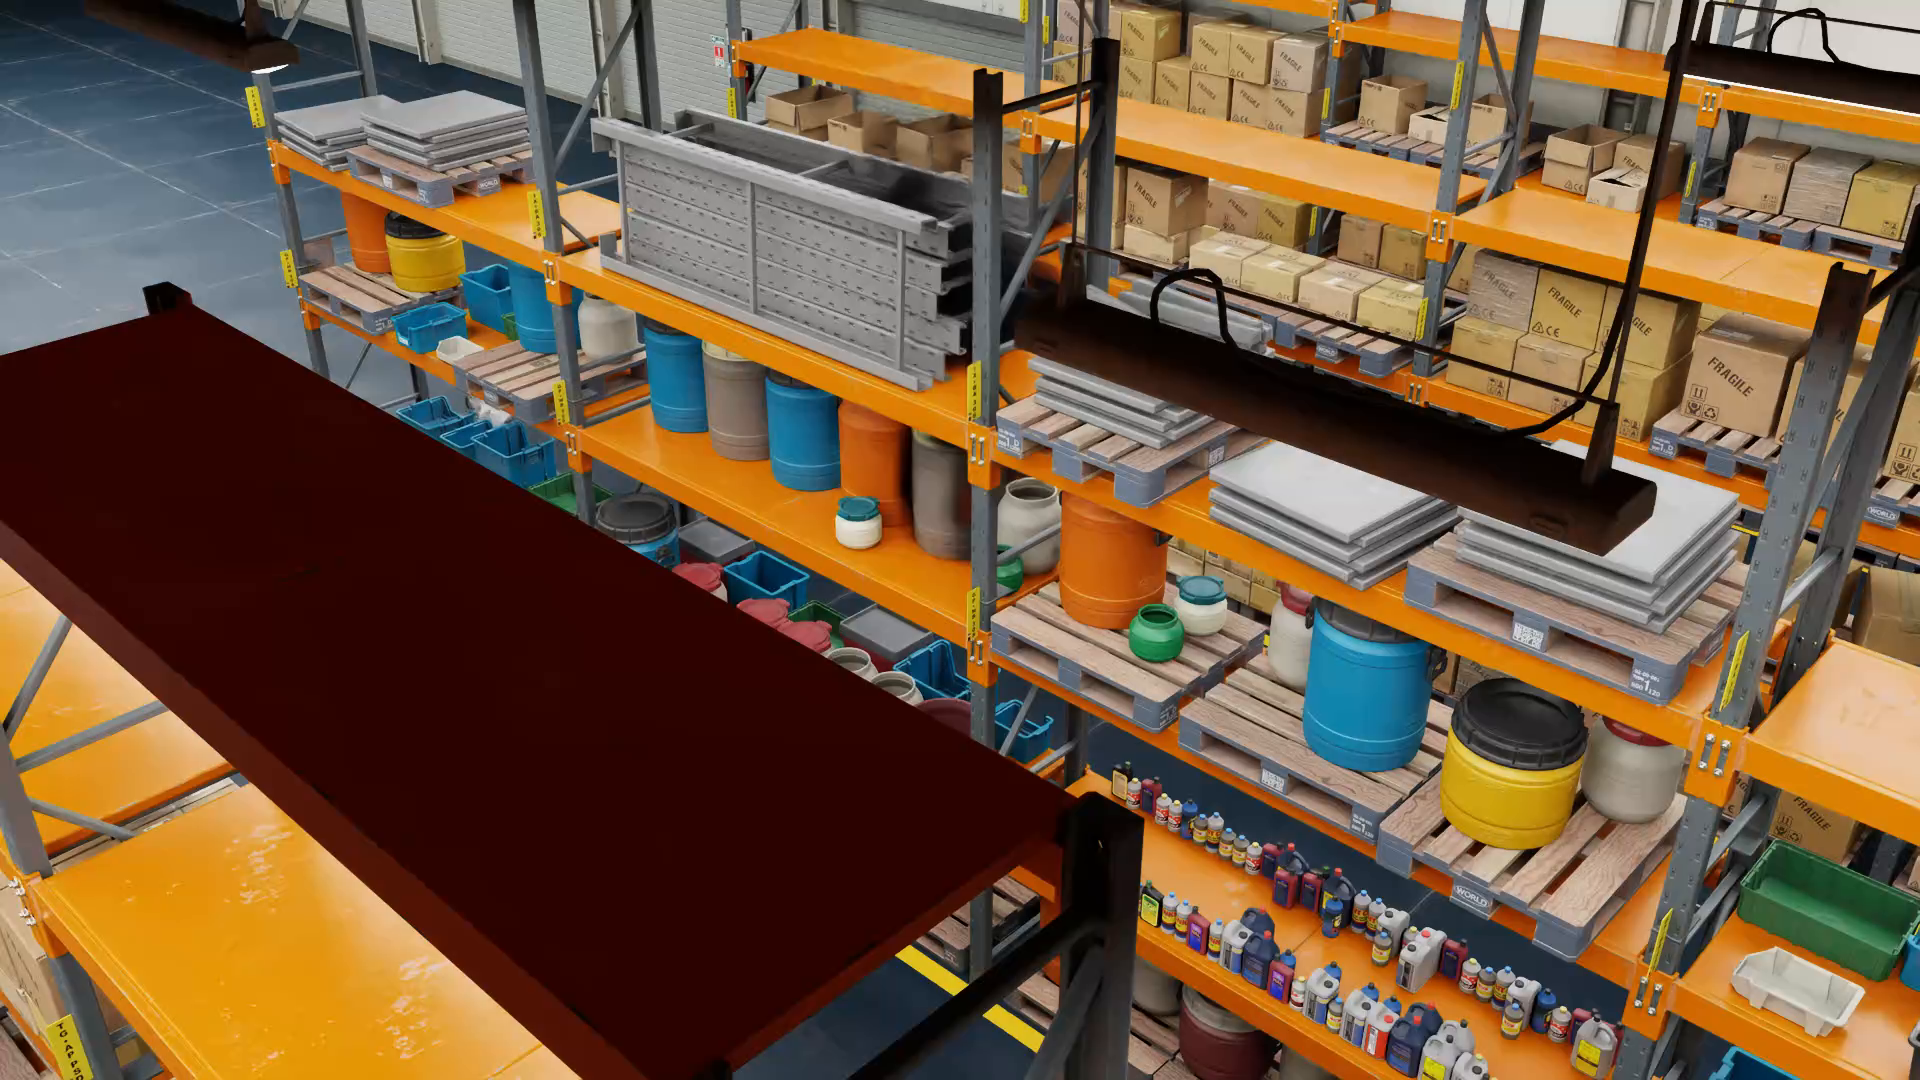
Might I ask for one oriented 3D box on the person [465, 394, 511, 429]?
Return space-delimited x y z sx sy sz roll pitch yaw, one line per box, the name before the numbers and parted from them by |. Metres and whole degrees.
person | -4.738 -1.209 16.718 0.561 1.643 0.673 9 31 16
